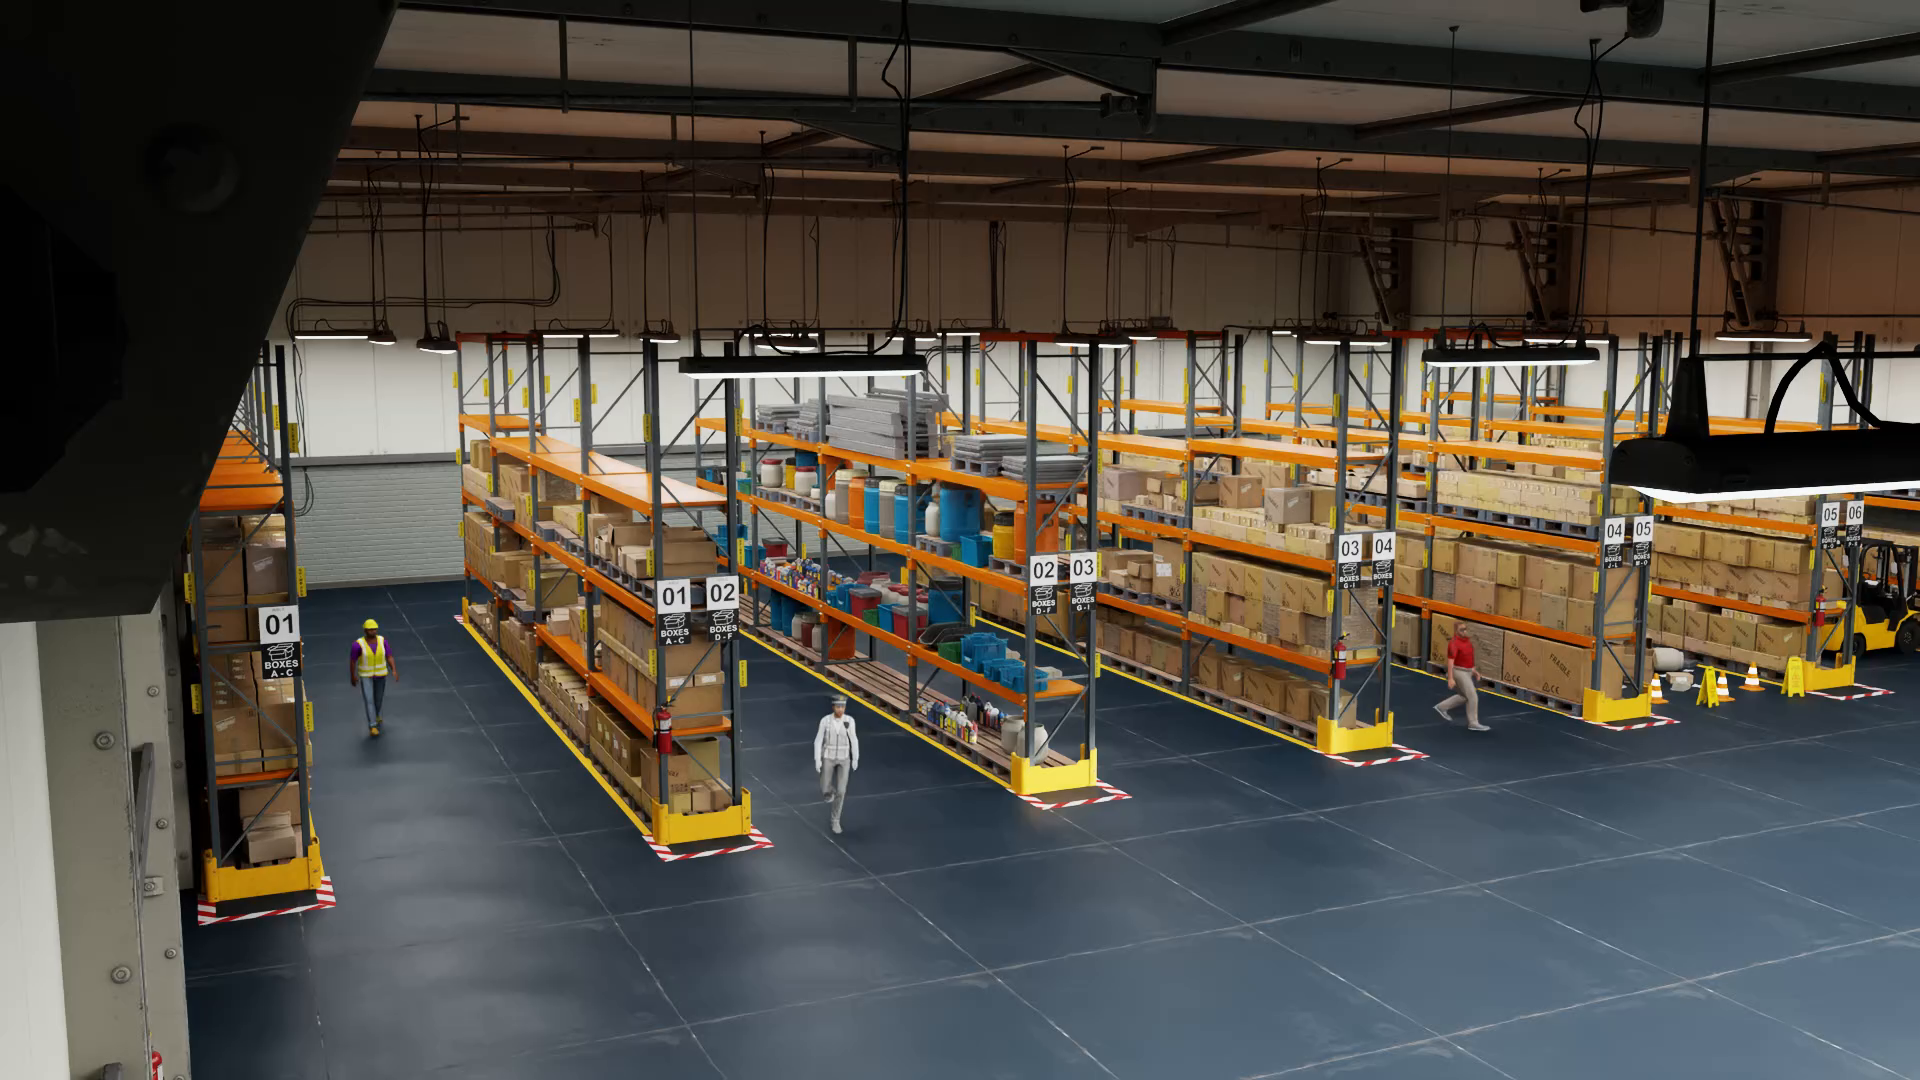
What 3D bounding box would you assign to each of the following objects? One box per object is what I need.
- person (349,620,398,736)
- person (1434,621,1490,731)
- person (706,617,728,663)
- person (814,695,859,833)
[{"bbox_3d":[-8.937,2.060,25.357,0.671,1.711,1.076,-4,9,-26],"label":"person"},{"bbox_3d":[7.715,2.063,25.501,0.883,1.674,0.546,5,9,32],"label":"person"},{"bbox_3d":[-4.376,1.510,30.086,0.581,1.569,0.741,-2,8,-15],"label":"person"},{"bbox_3d":[-1.533,2.758,20.692,0.561,1.693,0.673,-1,8,-8],"label":"person"}]
